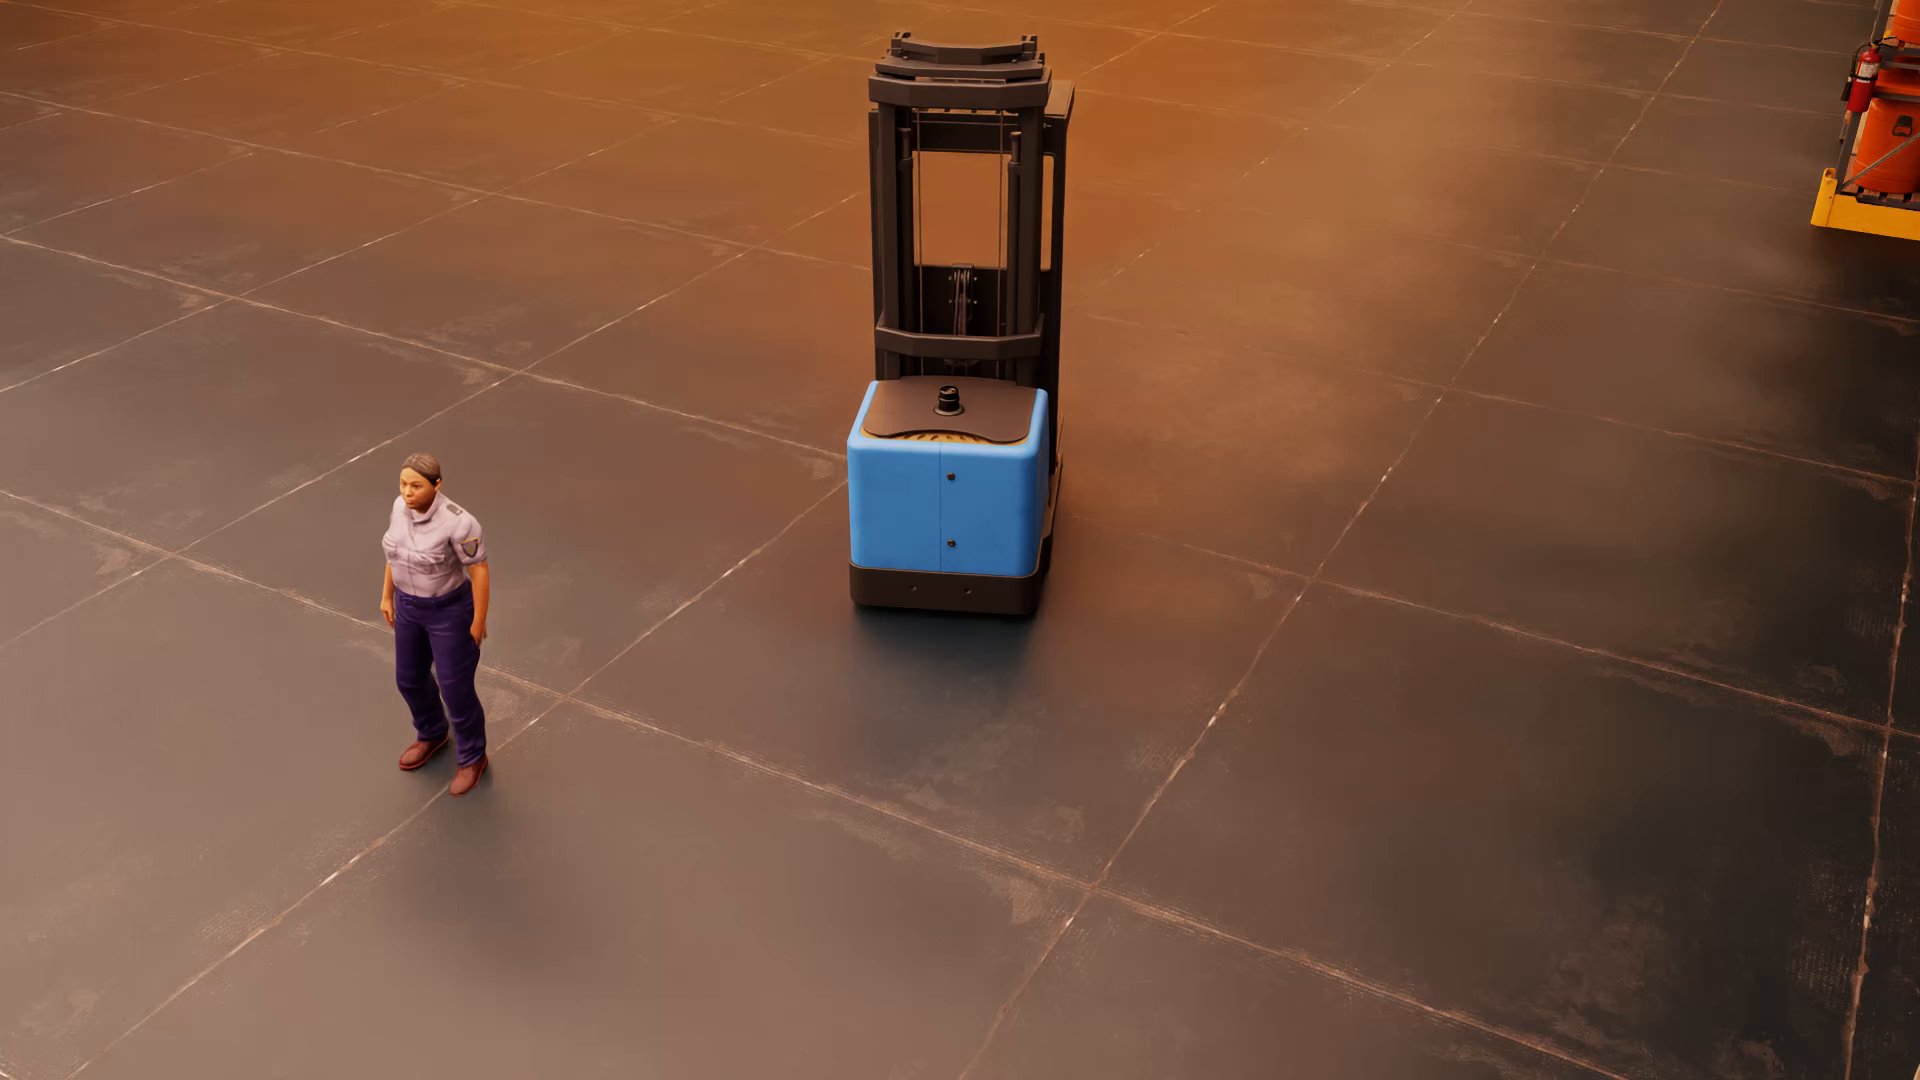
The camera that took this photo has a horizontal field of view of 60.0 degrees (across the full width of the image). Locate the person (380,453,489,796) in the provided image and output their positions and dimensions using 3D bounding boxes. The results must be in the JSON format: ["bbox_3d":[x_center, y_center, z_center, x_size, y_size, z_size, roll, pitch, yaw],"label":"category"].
[{"bbox_3d":[-2.463,0.377,7.726,0.557,1.673,0.449,14,33,22],"label":"person"}]

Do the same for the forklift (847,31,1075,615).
[{"bbox_3d":[0.072,-1.572,9.794,1.130,2.935,3.031,3,30,6],"label":"forklift"}]
